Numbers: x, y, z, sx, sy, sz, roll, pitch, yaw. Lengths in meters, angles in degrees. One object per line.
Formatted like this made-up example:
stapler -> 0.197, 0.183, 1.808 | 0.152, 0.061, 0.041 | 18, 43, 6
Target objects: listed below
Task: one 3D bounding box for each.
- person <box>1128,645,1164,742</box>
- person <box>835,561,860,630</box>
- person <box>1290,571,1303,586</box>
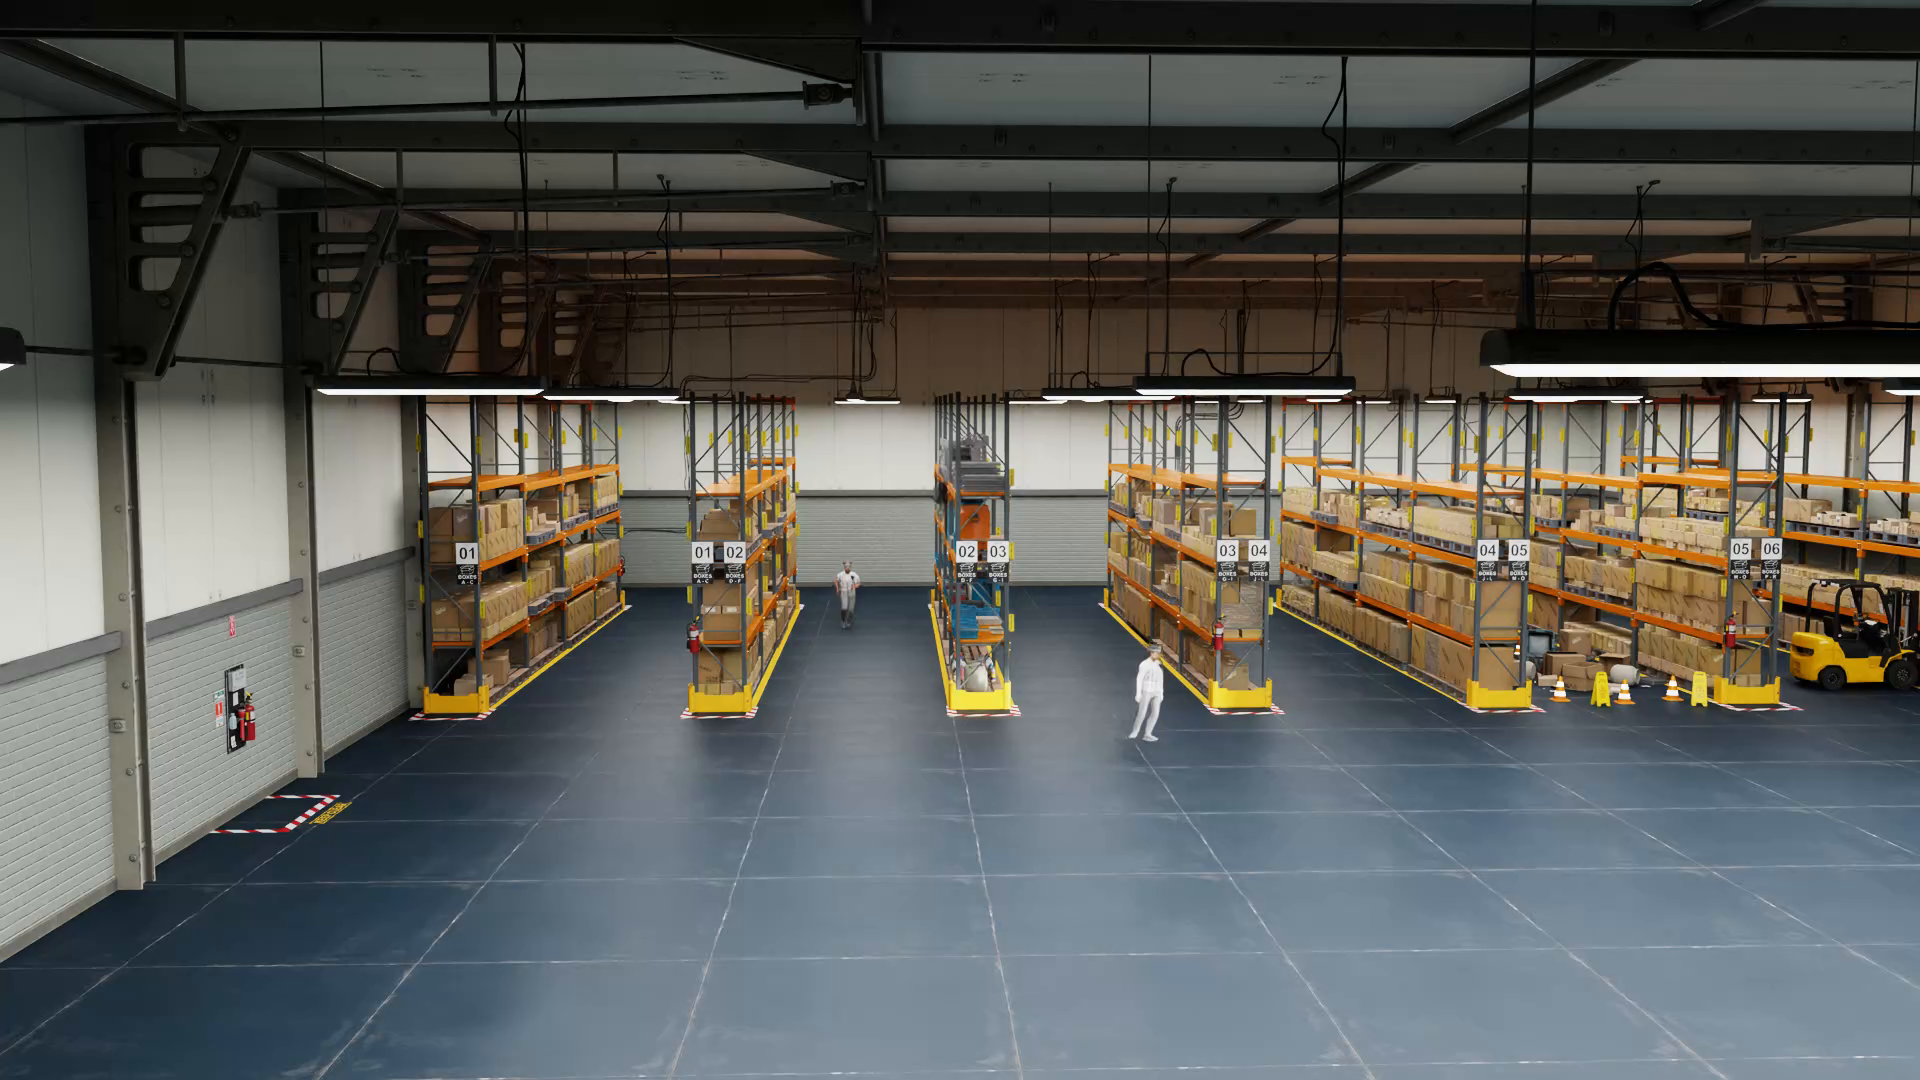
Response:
person -> 3.196, 2.618, 28.497 | 0.591, 1.651, 0.476 | -3, 5, -33
person -> -2.882, 1.422, 42.735 | 0.648, 1.785, 0.689 | -1, 5, -8
person -> 10.065, 1.009, 49.094 | 0.602, 1.574, 0.537 | -1, 5, -7
